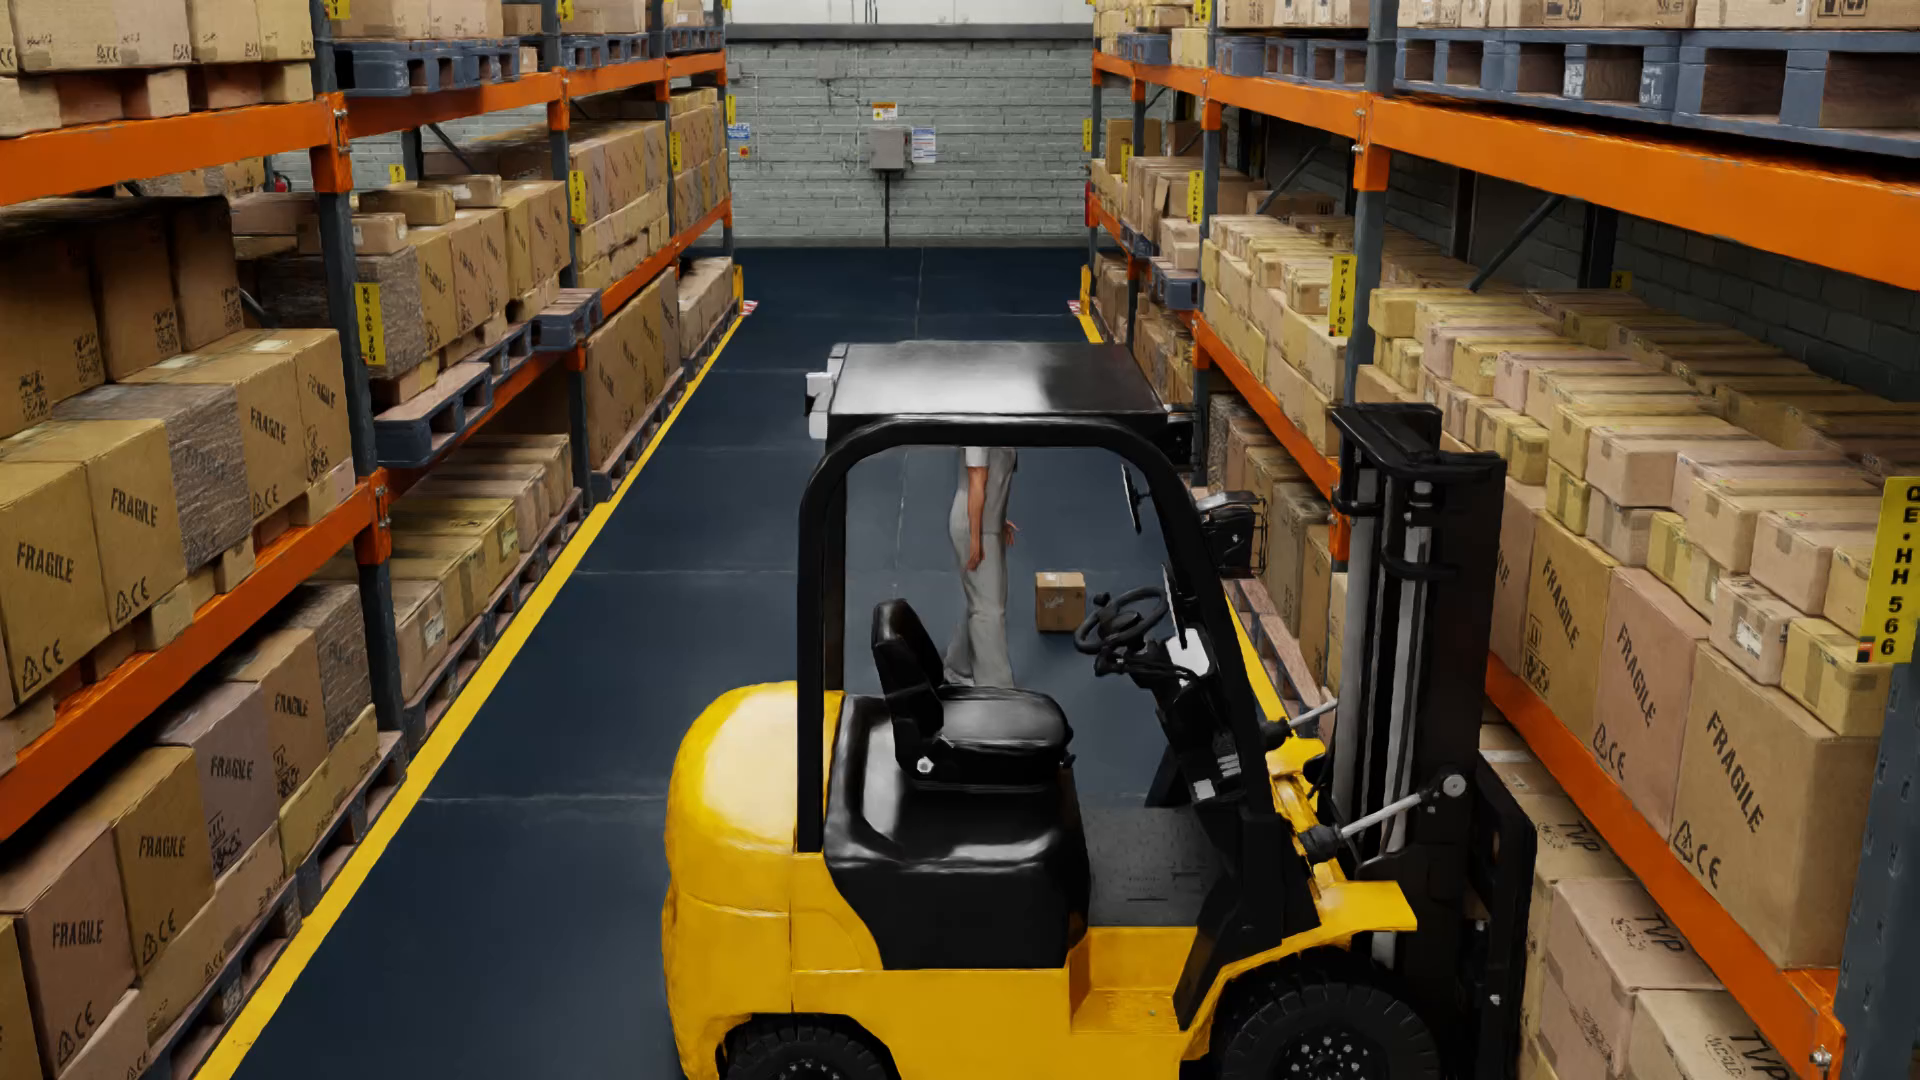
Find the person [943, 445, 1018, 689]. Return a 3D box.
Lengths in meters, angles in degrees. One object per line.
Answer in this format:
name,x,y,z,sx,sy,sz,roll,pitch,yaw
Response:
person,0.152,-0.024,7.671,0.538,1.663,0.598,3,17,8
